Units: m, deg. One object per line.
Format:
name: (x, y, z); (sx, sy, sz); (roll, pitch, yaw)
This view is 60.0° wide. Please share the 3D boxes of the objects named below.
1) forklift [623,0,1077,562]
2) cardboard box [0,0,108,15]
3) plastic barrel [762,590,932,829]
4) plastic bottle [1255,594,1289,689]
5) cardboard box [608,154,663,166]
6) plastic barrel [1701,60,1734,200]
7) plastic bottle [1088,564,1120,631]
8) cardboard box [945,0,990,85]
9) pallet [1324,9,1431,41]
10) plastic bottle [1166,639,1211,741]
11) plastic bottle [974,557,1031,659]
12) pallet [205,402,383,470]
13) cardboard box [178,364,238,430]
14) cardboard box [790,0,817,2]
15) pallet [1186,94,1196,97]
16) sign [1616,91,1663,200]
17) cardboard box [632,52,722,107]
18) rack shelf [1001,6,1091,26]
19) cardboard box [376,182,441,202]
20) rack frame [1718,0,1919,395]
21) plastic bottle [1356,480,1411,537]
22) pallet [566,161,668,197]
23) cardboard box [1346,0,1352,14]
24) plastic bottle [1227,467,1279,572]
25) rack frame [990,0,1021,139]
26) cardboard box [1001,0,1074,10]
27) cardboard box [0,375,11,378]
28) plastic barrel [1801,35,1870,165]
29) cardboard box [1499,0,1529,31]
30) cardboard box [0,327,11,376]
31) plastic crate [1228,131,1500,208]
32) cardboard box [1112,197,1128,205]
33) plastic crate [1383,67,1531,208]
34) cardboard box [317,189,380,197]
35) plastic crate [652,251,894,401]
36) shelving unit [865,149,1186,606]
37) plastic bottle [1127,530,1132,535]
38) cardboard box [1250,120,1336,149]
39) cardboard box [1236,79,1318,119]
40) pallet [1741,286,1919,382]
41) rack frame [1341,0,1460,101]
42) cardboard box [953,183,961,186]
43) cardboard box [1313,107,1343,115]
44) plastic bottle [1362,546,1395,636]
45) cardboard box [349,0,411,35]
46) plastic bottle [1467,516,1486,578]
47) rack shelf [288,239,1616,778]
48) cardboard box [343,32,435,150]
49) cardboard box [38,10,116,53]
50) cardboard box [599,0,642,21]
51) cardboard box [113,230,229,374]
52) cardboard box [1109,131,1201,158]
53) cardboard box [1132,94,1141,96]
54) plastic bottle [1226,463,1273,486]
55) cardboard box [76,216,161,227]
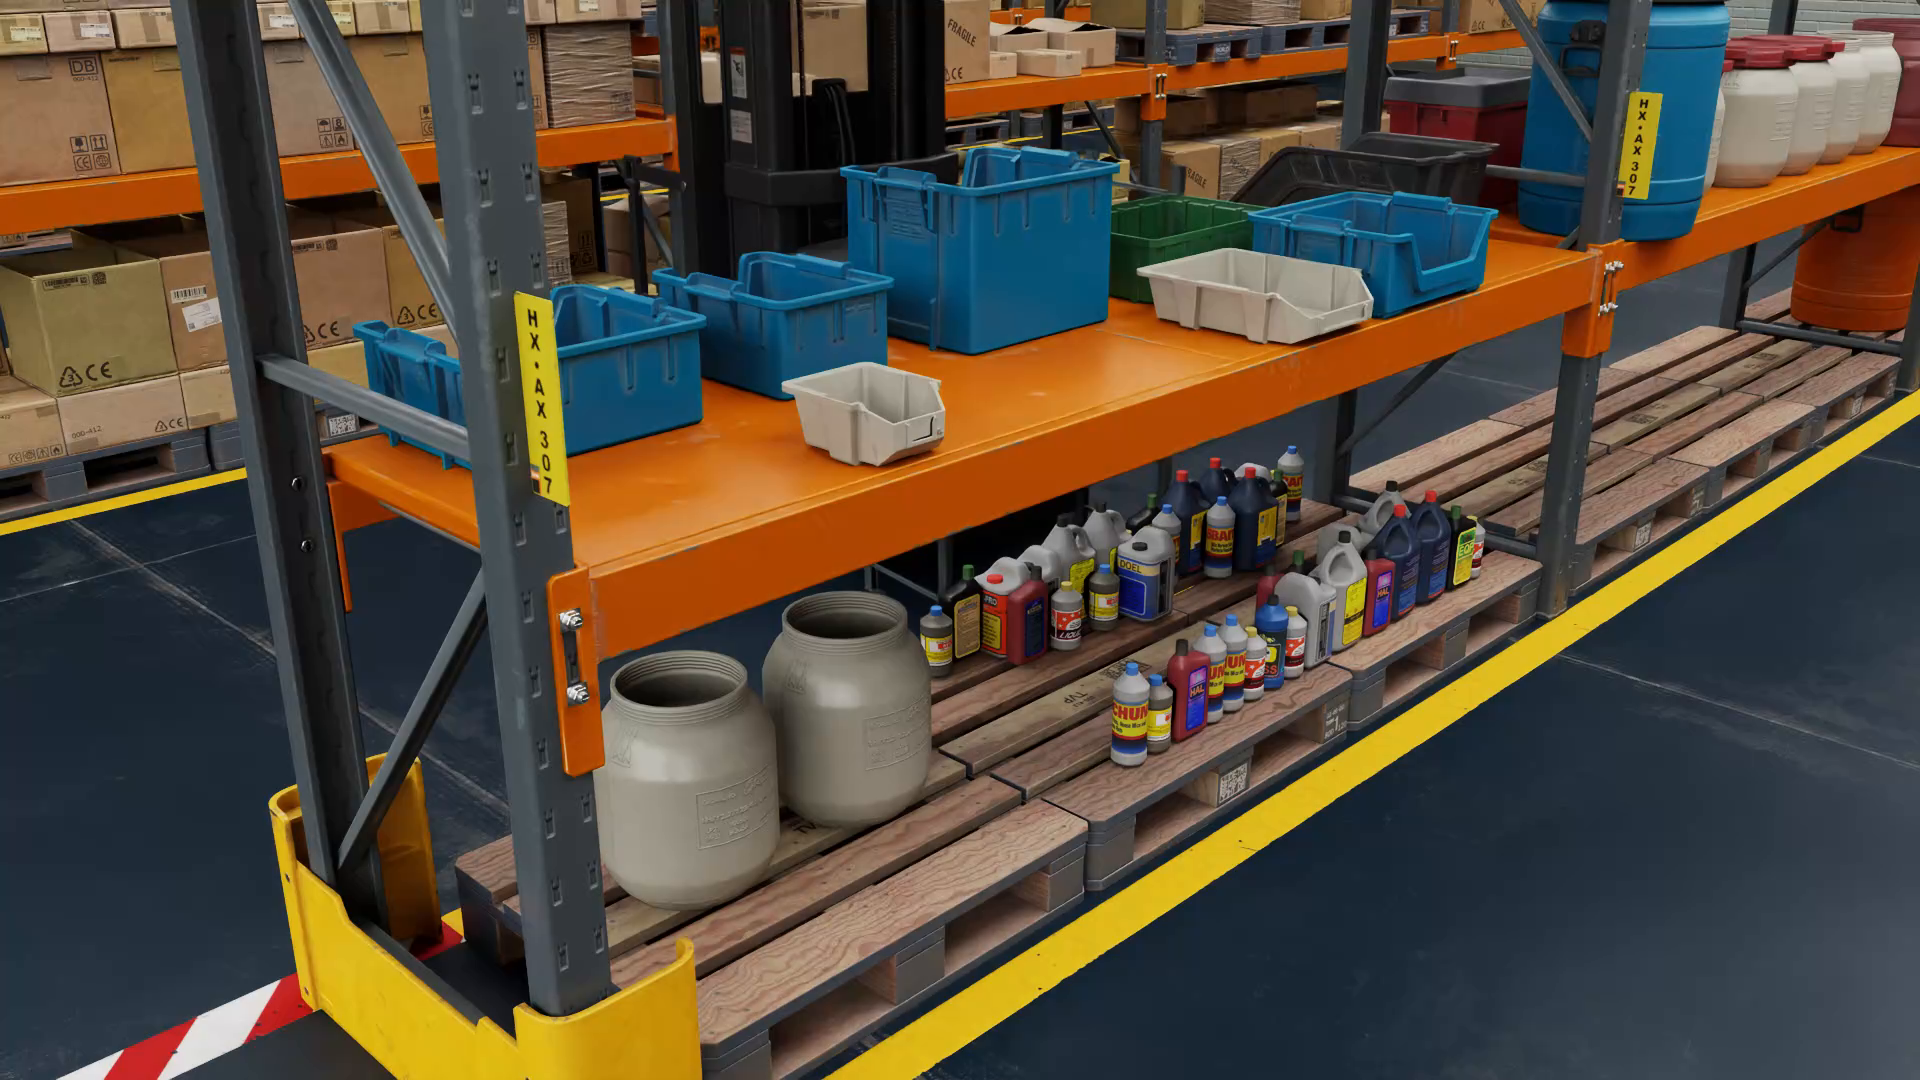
forklift: (-0.821, -1.744, 7.027); (1.130, 2.935, 3.031); (-16, 26, -36)
cardboard box: (-3.848, -2.386, 6.653); (0.700, 0.500, 0.500); (18, 28, 39)
plastic barrel: (-0.283, 0.422, 4.178); (0.421, 0.512, 0.421); (0, 21, 0)
plastic bottle: (0.902, 0.288, 4.833); (0.097, 0.271, 0.097); (0, 21, 0)
cardboard box: (-3.019, -3.602, 14.637); (0.500, 0.500, 0.700); (-20, 29, -41)
plastic barrel: (2.578, -1.509, 6.129); (0.433, 0.535, 0.433); (0, 21, 0)
plastic bottle: (0.452, 0.175, 5.226); (0.097, 0.201, 0.097); (0, 21, 0)
cardboard box: (-0.161, -3.134, 10.409); (0.500, 0.500, 0.500); (17, 27, 38)
pallet: (3.152, -4.284, 13.806); (1.003, 0.211, 1.213); (19, 28, 41)
plastic bottle: (0.622, 0.395, 4.539); (0.133, 0.283, 0.061); (-20, 28, -41)
plastic bottle: (0.126, 0.200, 5.056); (0.152, 0.276, 0.135); (20, 28, 41)
pallet: (-3.229, -0.684, 8.060); (1.003, 0.211, 1.213); (19, 28, 41)
cardboard box: (-3.354, -0.719, 7.512); (0.500, 0.250, 0.500); (19, 28, 41)
cardboard box: (-1.660, -5.150, 15.210); (0.500, 0.500, 0.500); (-19, 28, -40)
pallet: (2.525, -5.292, 20.048); (1.003, 0.211, 1.213); (19, 28, 41)
sign: (2.140, -1.243, 5.241); (0.100, 0.325, 0.005); (19, 28, 41)
cardboard box: (-1.481, -2.562, 9.269); (0.500, 0.250, 0.500); (-18, 27, -39)
rack shelf: (1.632, -5.968, 18.925); (1.077, 0.370, 4.000); (19, 28, 41)
cardboard box: (-2.684, -1.586, 8.722); (0.500, 0.500, 0.500); (19, 28, 41)
rack frame: (4.544, -2.282, 8.332); (1.000, 3.000, 0.127); (19, 28, 41)
plastic bottle: (1.408, -0.021, 5.529); (0.144, 0.351, 0.185); (19, 28, 41)
pallet: (-3.100, -3.260, 14.762); (1.003, 0.211, 1.213); (19, 28, 41)
cardboard box: (2.863, -4.536, 13.469); (0.500, 0.500, 0.700); (-15, 26, -34)
plastic bottle: (0.997, -0.083, 5.690); (0.144, 0.351, 0.185); (19, 28, 41)
rack frame: (0.236, -5.790, 17.458); (1.000, 3.000, 0.127); (19, 28, 41)
cardboard box: (0.626, -6.066, 17.756); (0.700, 0.700, 0.980); (-20, 28, -41)
cardboard box: (-4.421, -0.591, 7.179); (0.500, 0.250, 0.500); (19, 28, 41)
plastic barrel: (3.686, -1.908, 7.203); (0.421, 0.512, 0.421); (0, 21, 0)
cardboard box: (4.694, -4.793, 14.725); (0.500, 0.500, 0.500); (-20, 28, -41)
cardboard box: (-4.422, -0.942, 7.045); (0.500, 0.500, 0.500); (19, 28, 41)
plastic crate: (1.297, -1.122, 5.401); (0.767, 0.338, 0.504); (19, 28, 41)
cardboard box: (0.805, -2.239, 11.467); (0.500, 0.250, 0.500); (-19, 28, -41)
plastic crate: (1.872, -1.485, 6.168); (0.402, 0.464, 0.583); (19, 28, 41)
cardboard box: (-4.843, -2.966, 12.980); (0.500, 0.500, 0.700); (-19, 28, -40)
plastic crate: (-0.445, -0.526, 3.968); (0.499, 0.251, 0.408); (19, 28, 41)
shelving unit: (0.220, -0.562, 5.947); (1.048, 1.500, 0.538); (-15, 26, -34)
plastic bottle: (0.547, 0.066, 5.510); (0.097, 0.201, 0.097); (0, 21, 0)
cardboard box: (2.595, -3.006, 13.086); (0.500, 0.500, 0.500); (18, 27, 39)
cardboard box: (2.578, -3.620, 13.636); (0.500, 0.250, 0.500); (19, 28, 41)
pallet: (5.064, -1.194, 9.387); (1.003, 0.211, 1.213); (19, 28, 41)
rack frame: (3.788, -4.551, 14.235); (1.000, 3.000, 0.127); (19, 28, 41)
cardboard box: (-0.254, -2.109, 10.345); (0.500, 0.311, 0.500); (-19, 28, -41)
cardboard box: (2.912, -3.387, 14.076); (0.500, 0.500, 0.500); (-20, 28, -41)
plastic bottle: (1.293, 0.148, 5.182); (0.133, 0.283, 0.061); (-18, 27, -39)
cardboard box: (-2.716, -2.395, 7.581); (0.250, 0.149, 0.380); (-19, 28, -41)
plastic bottle: (1.724, 0.018, 5.634); (0.097, 0.201, 0.097); (0, 21, 0)
rack shelf: (0.358, -0.404, 4.448); (1.077, 0.370, 4.000); (19, 28, 41)
cardboard box: (-2.814, -2.161, 7.876); (0.500, 0.500, 0.700); (-20, 28, -41)
cardboard box: (-3.620, -2.060, 6.709); (0.380, 0.149, 0.250); (19, 28, 40)
cardboard box: (-1.829, -2.721, 8.429); (0.380, 0.149, 0.250); (19, 28, 41)
cardboard box: (-3.363, -1.072, 7.385); (0.500, 0.500, 0.500); (19, 28, 41)
cardboard box: (1.482, -2.861, 12.708); (0.500, 0.500, 0.500); (-19, 28, -40)
cardboard box: (1.911, -5.385, 19.302); (0.700, 0.500, 0.500); (18, 27, 39)
plastic bottle: (1.011, -0.126, 5.905); (0.135, 0.276, 0.152); (-19, 28, -40)
cardboard box: (-6.040, -2.496, 11.757); (0.500, 0.500, 0.500); (17, 27, 37)
